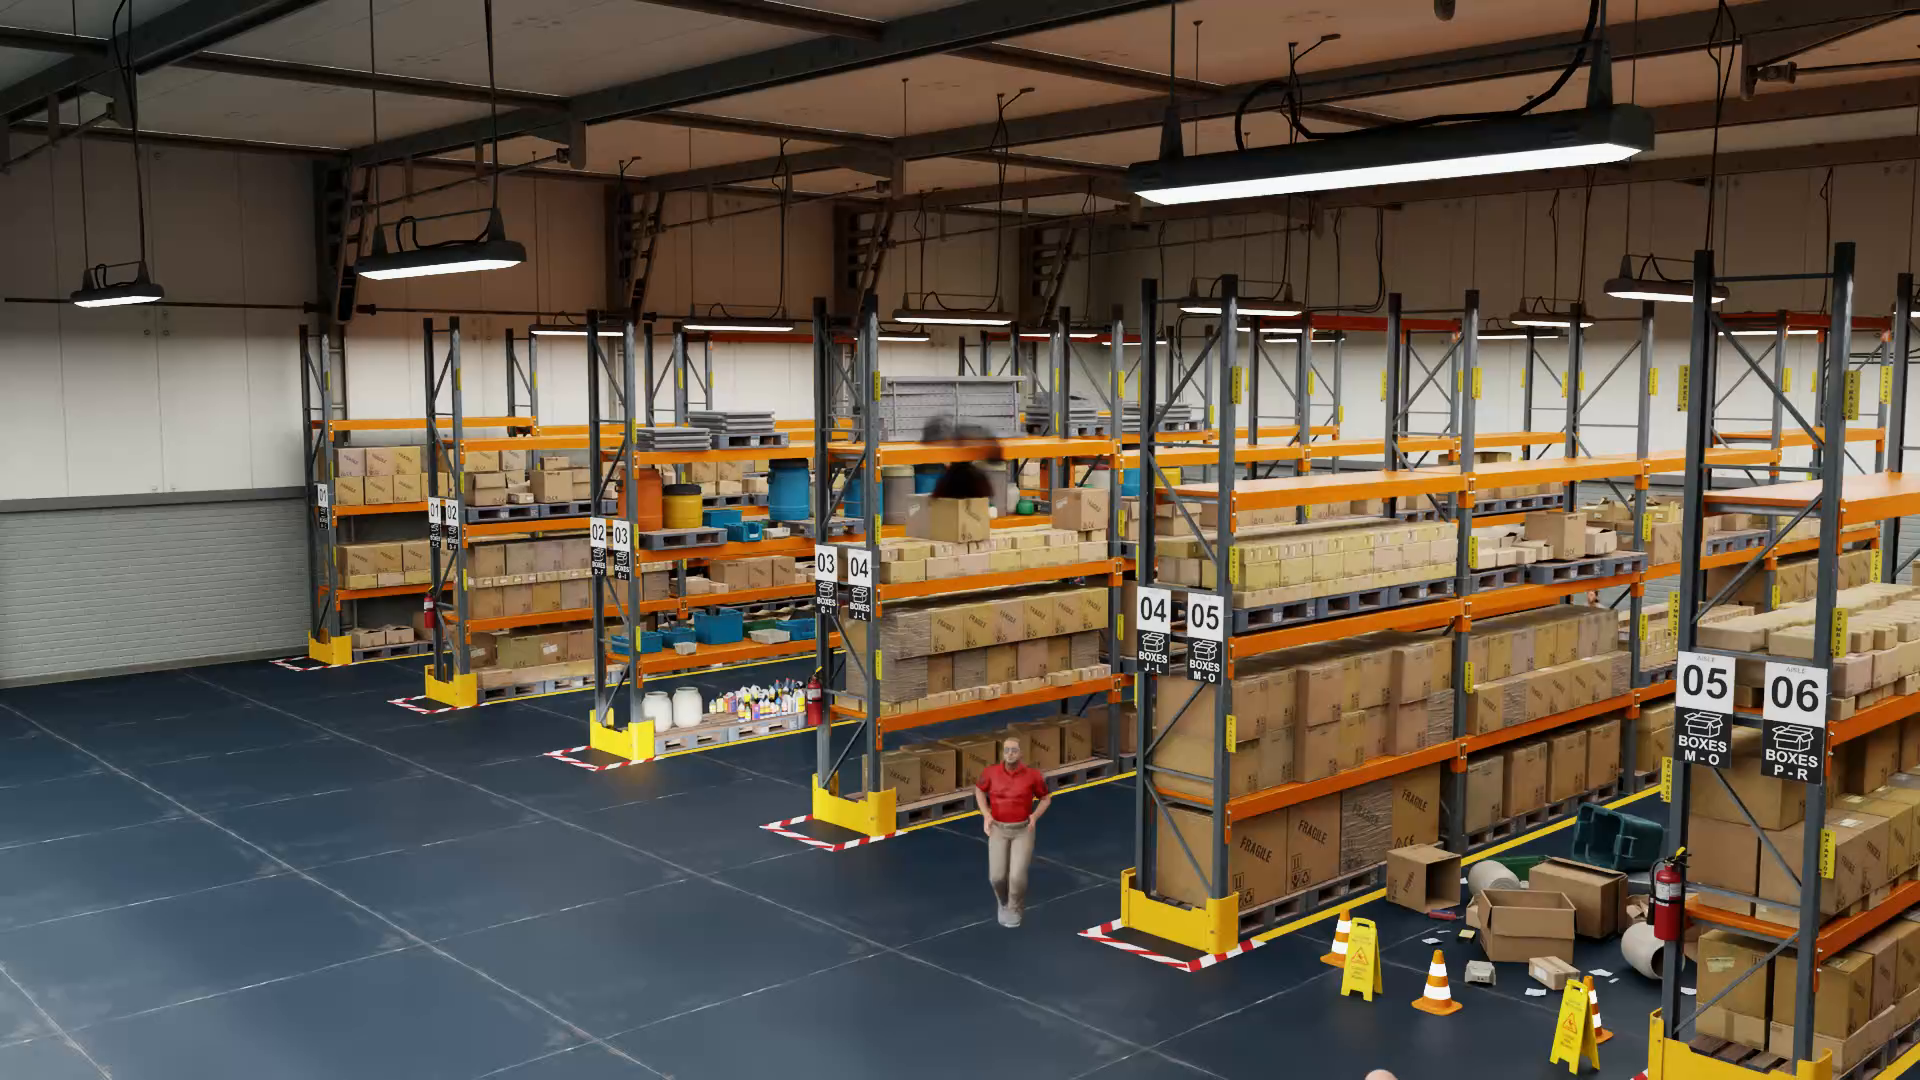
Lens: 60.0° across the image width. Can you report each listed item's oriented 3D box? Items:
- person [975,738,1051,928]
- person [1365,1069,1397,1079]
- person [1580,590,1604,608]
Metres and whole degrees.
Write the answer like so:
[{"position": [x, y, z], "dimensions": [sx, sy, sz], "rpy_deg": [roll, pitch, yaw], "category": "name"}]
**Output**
[{"position": [0.452, 2.606, 14.669], "dimensions": [0.687, 1.733, 0.582], "rpy_deg": [1, 6, 8], "category": "person"}, {"position": [2.110, 3.486, 8.321], "dimensions": [0.625, 1.791, 0.827], "rpy_deg": [2, 6, 17], "category": "person"}, {"position": [10.271, 1.594, 27.157], "dimensions": [0.535, 1.651, 0.748], "rpy_deg": [4, 7, 37], "category": "person"}]
